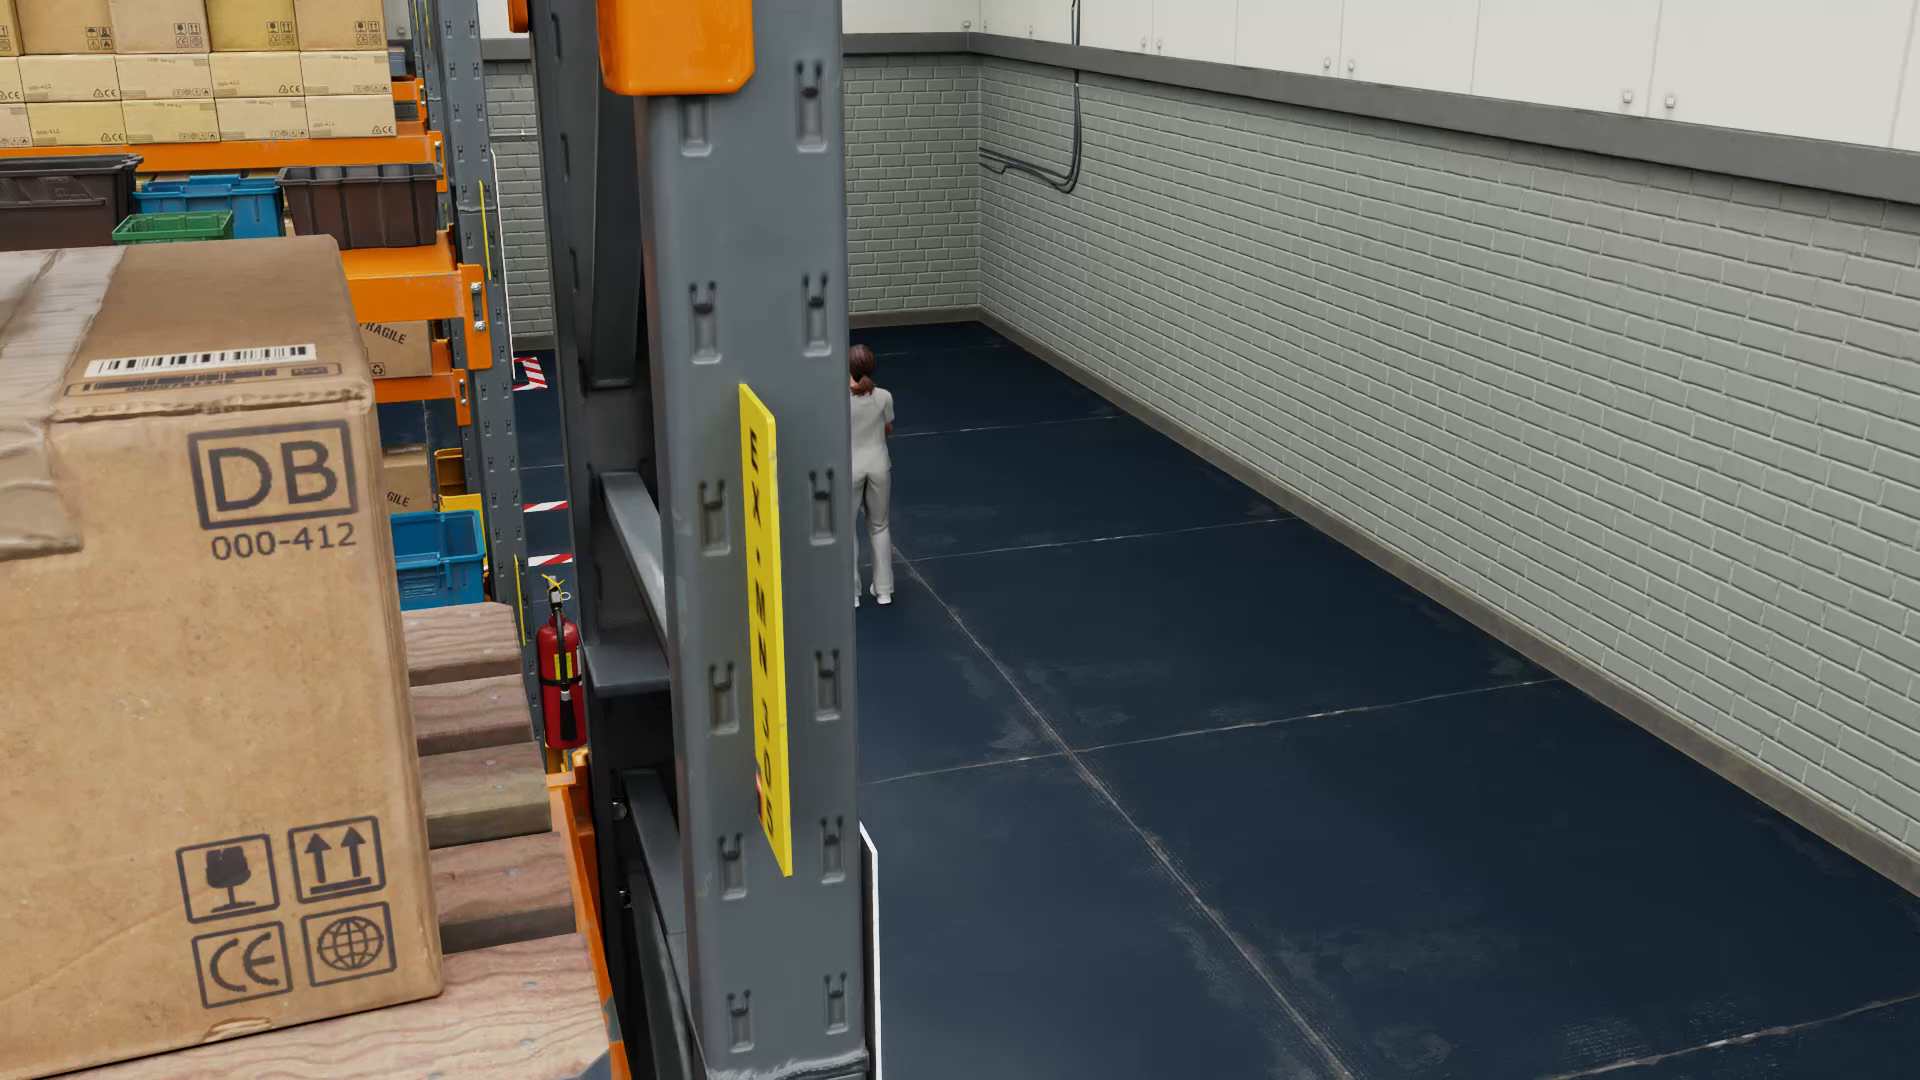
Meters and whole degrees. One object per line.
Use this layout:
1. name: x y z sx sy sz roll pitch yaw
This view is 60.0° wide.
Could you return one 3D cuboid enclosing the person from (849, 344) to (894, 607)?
1. person: -0.626 -0.418 10.282 0.437 1.662 0.555 -6 20 -16
